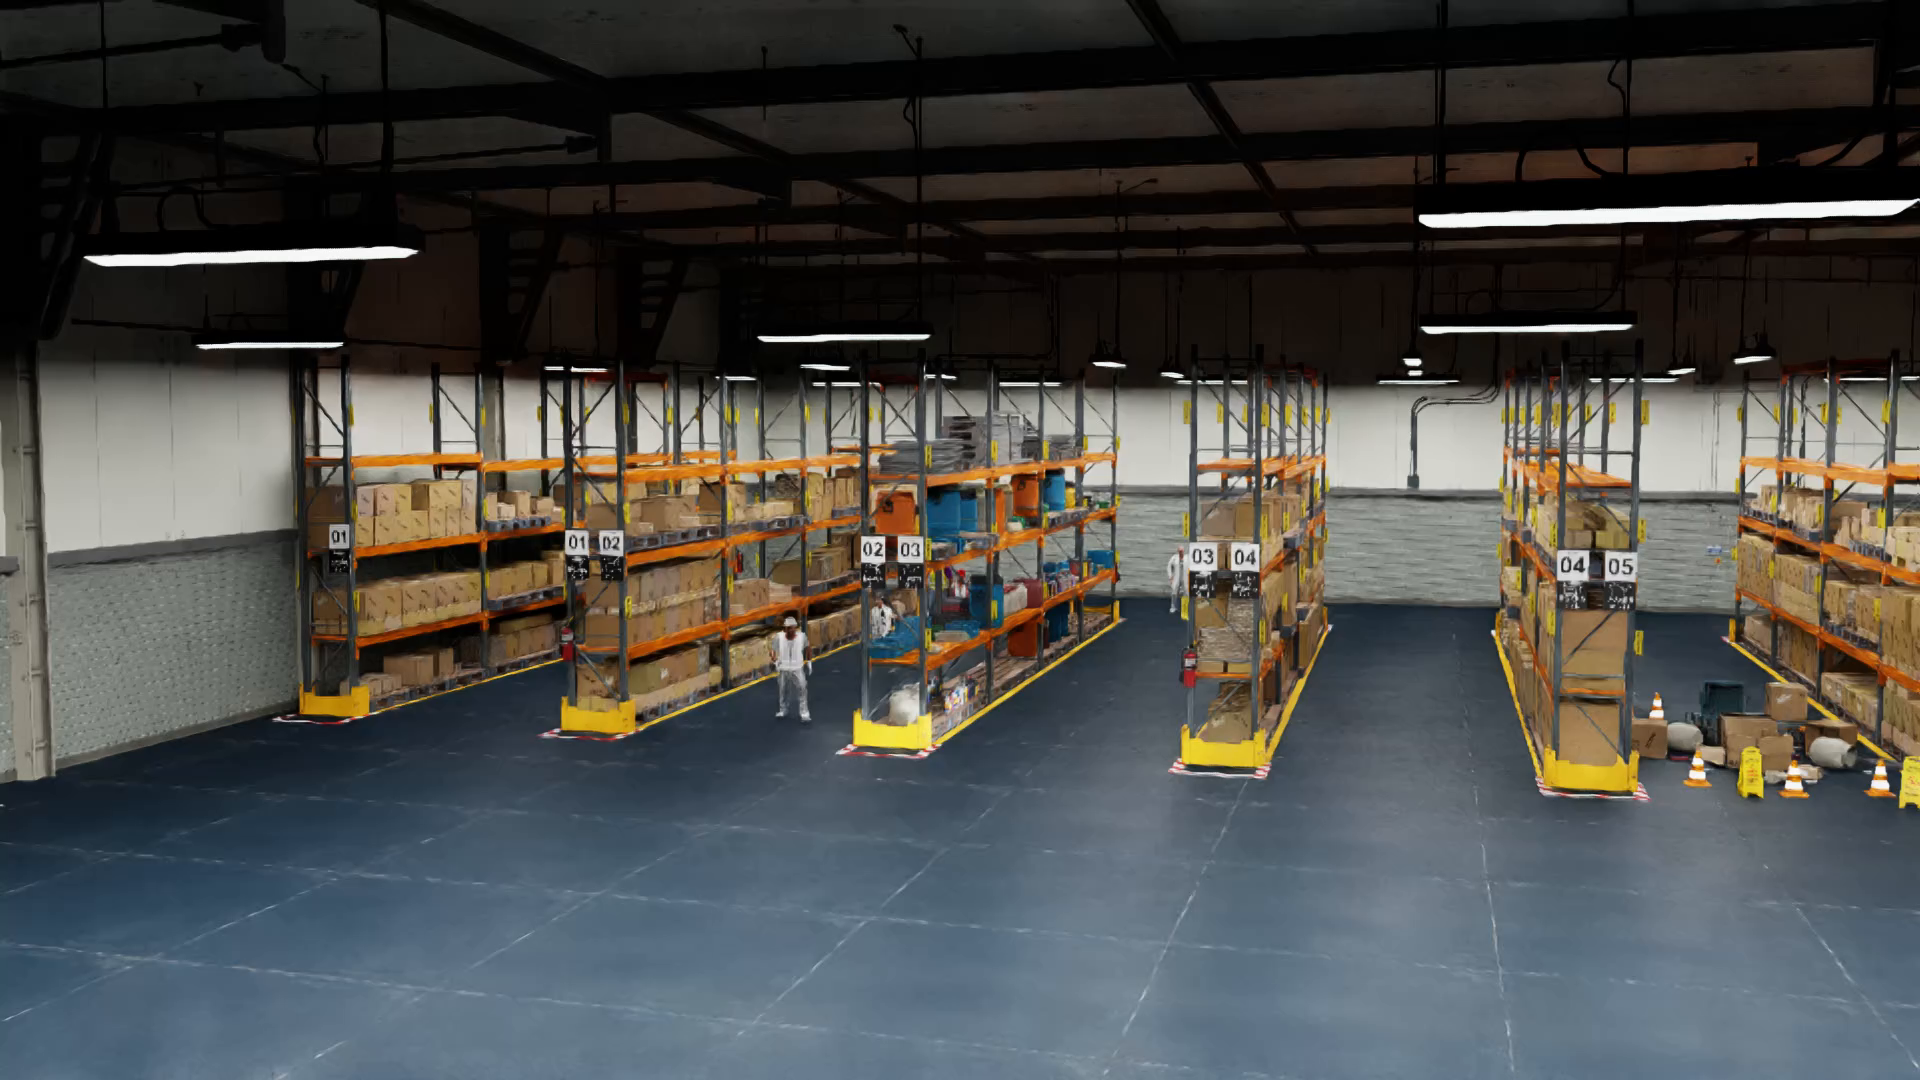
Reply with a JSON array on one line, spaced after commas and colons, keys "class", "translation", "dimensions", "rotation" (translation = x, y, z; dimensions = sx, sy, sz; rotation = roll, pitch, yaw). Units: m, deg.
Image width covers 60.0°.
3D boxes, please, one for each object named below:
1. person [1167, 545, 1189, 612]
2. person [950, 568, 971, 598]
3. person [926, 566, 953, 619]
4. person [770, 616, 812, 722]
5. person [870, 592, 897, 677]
[{"class": "person", "translation": [5.600, 0.989, 42.056], "dimensions": [0.729, 1.733, 0.538], "rotation": [1, 4, 14]}, {"class": "person", "translation": [0.029, 1.457, 35.703], "dimensions": [0.553, 1.709, 1.123], "rotation": [1, 4, 18]}, {"class": "person", "translation": [-0.529, 1.174, 39.757], "dimensions": [0.719, 1.714, 0.578], "rotation": [1, 4, 14]}, {"class": "person", "translation": [-2.762, 2.094, 27.273], "dimensions": [0.692, 1.723, 0.846], "rotation": [0, 4, -1]}, {"class": "person", "translation": [-1.506, 1.790, 31.821], "dimensions": [0.482, 1.621, 0.989], "rotation": [2, 5, 24]}]
